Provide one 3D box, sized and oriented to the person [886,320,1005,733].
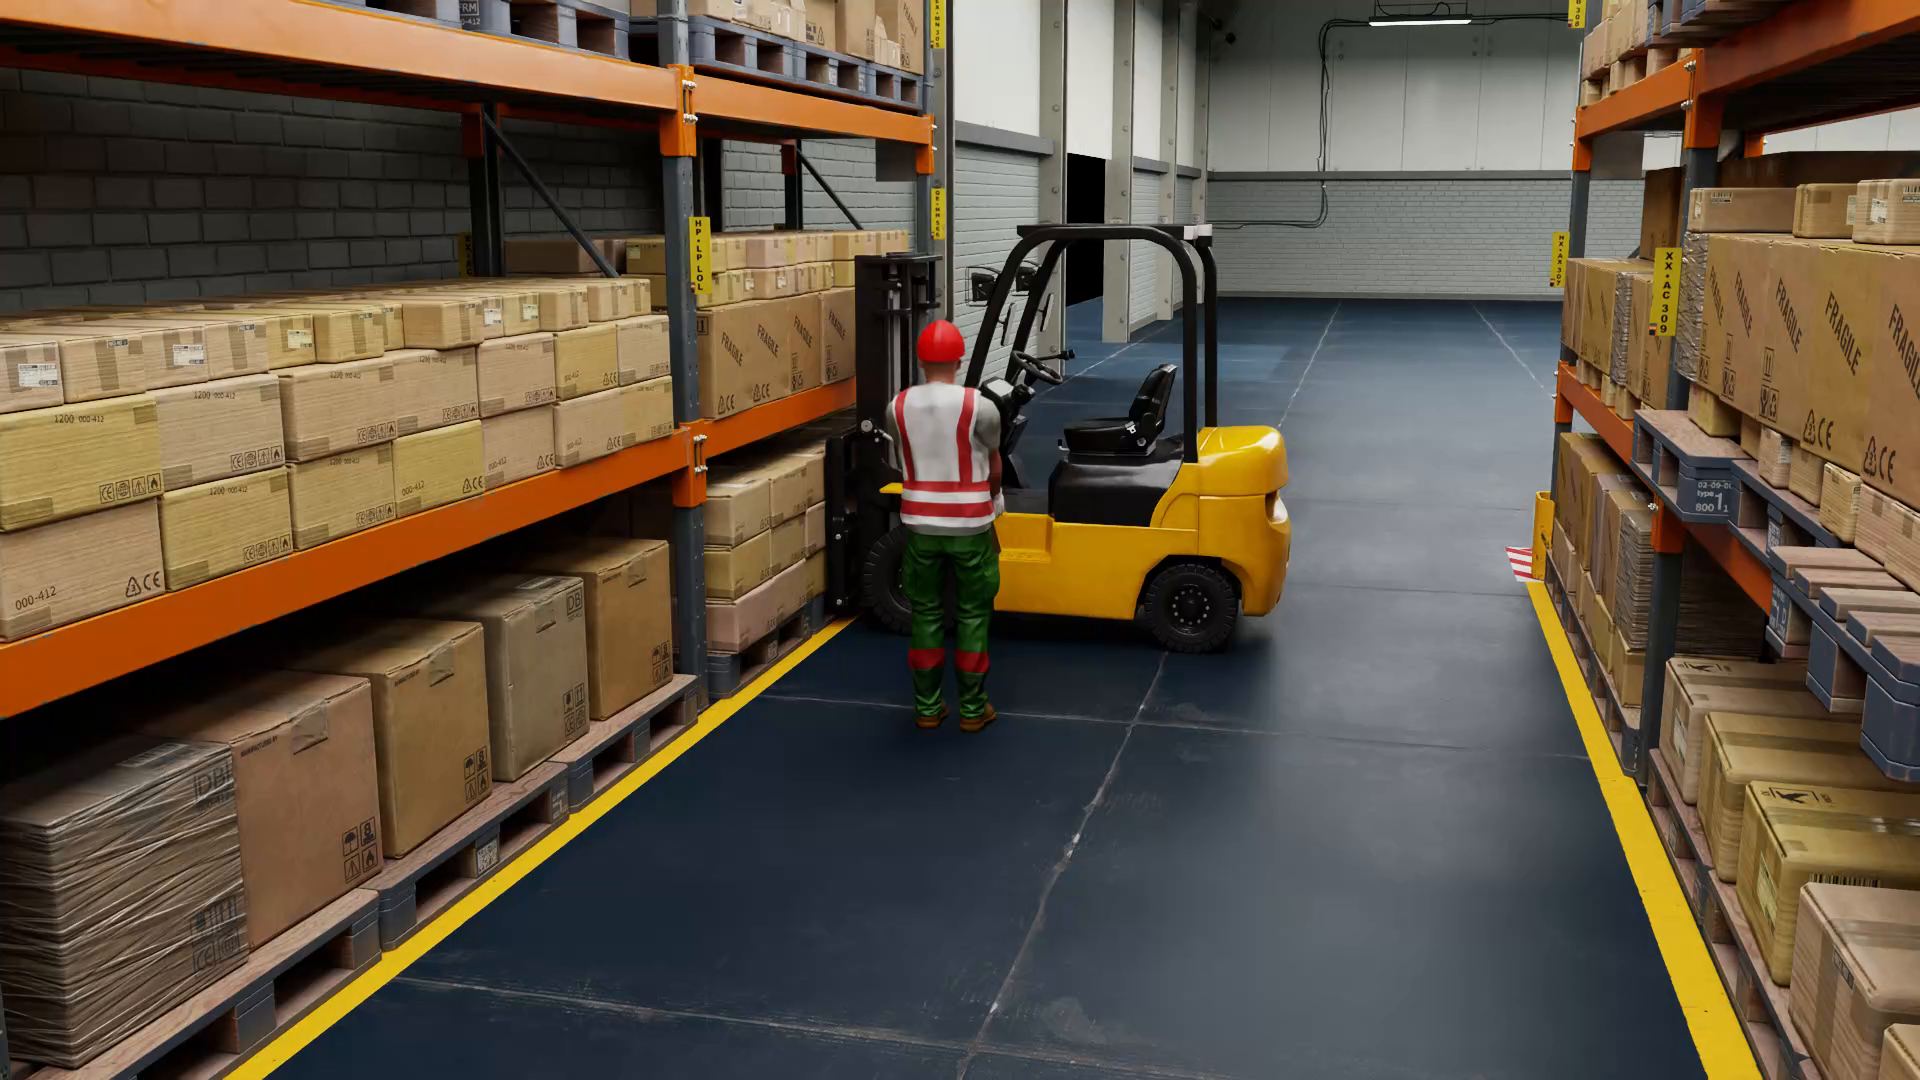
[{"bbox_3d":[-0.038,-0.072,7.245,0.495,1.785,0.561,3,12,14],"label":"person"}]
